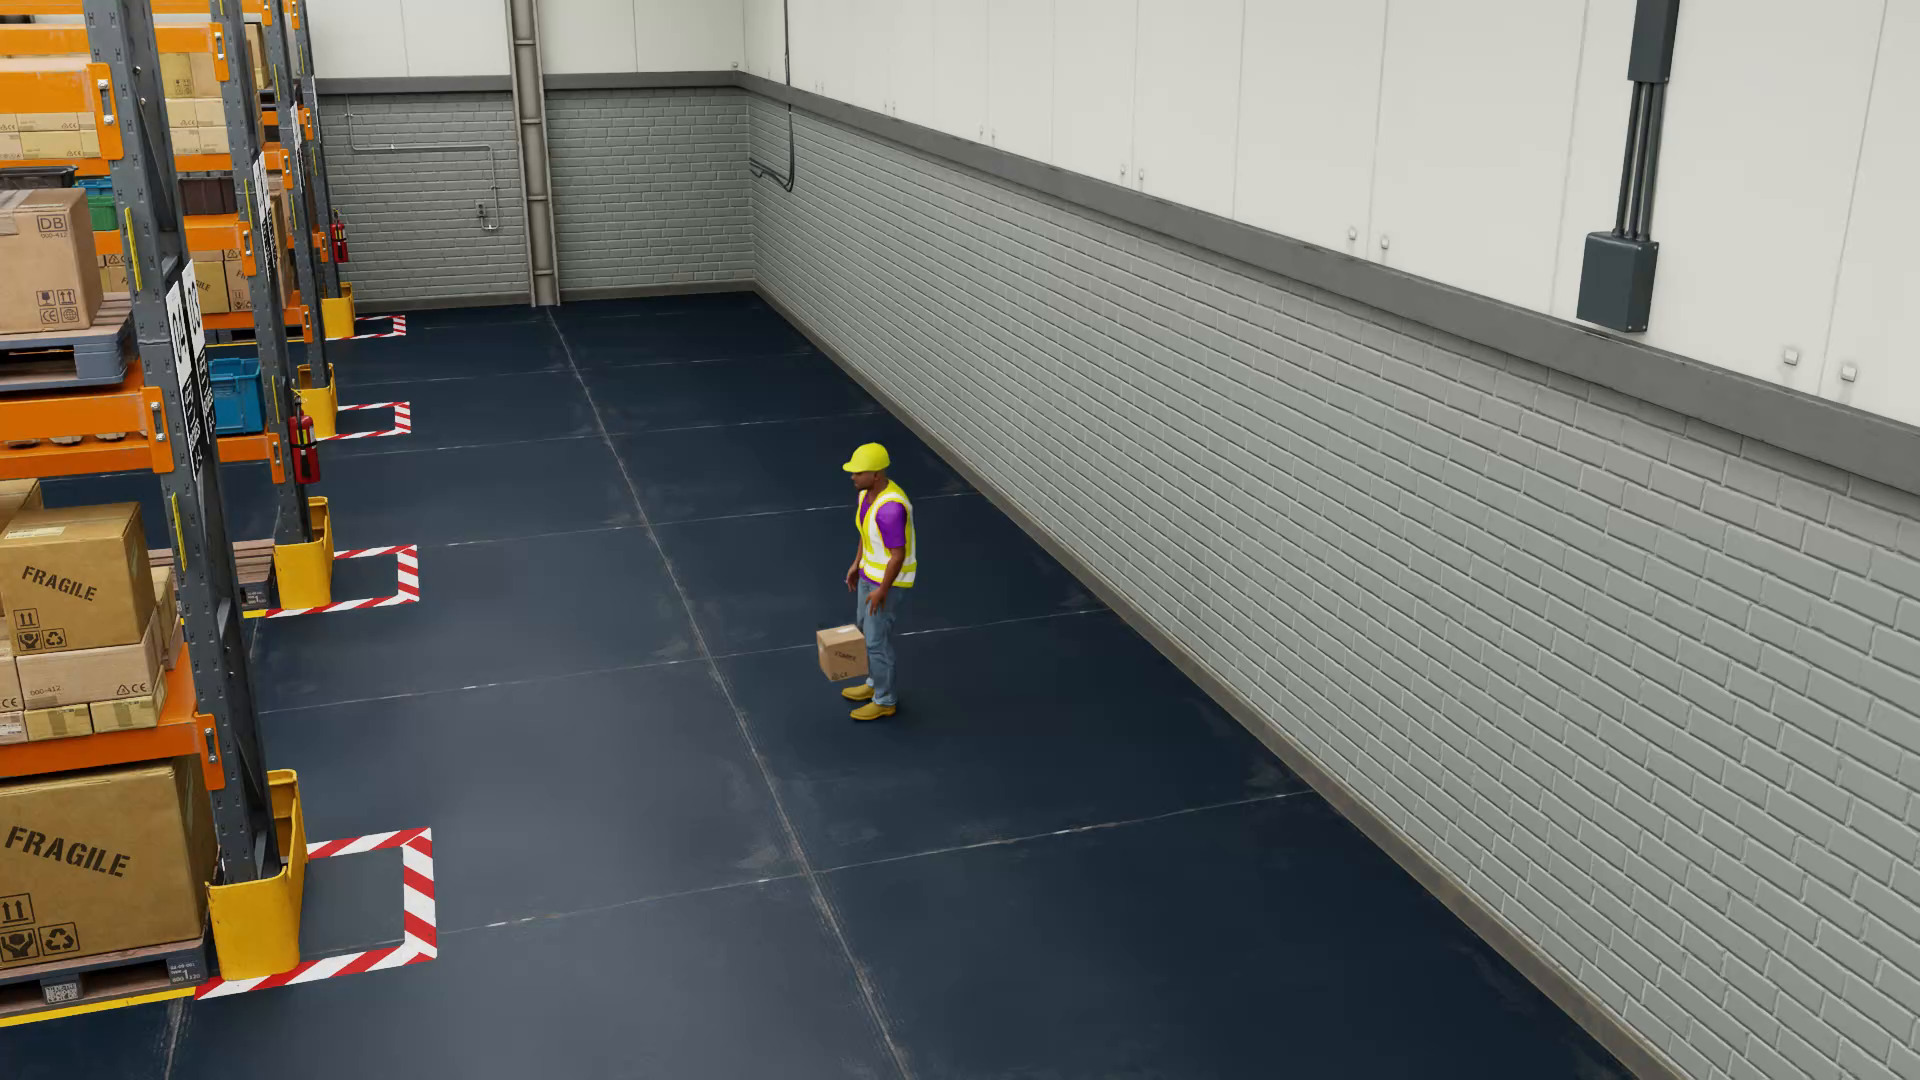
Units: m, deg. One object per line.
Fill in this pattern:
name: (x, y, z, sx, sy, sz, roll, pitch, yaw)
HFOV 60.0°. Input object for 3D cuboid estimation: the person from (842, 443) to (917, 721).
person: (-0.512, 0.243, 10.333, 0.457, 1.764, 0.595, -7, 20, -19)
